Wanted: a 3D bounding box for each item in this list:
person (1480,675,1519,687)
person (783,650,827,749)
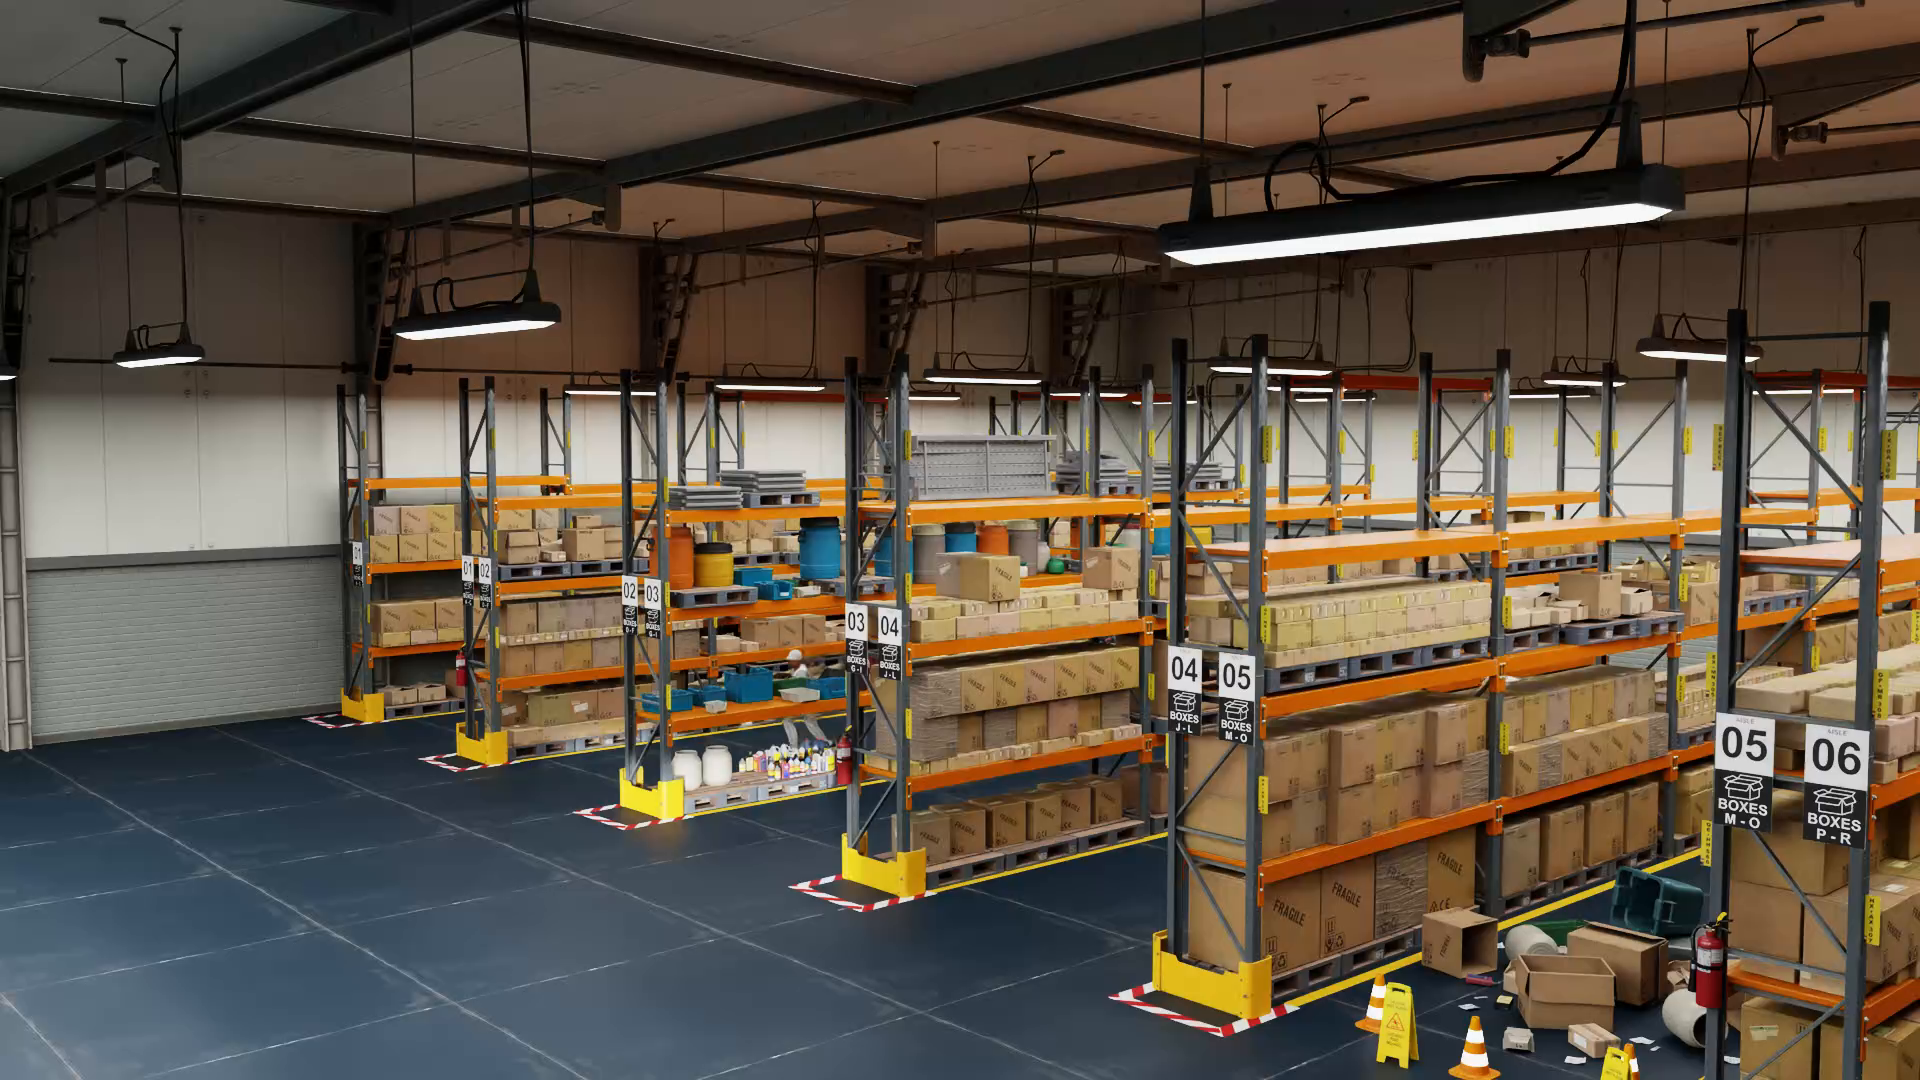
[{"bbox_3d":[8.052,2.659,24.808,0.823,1.811,0.686,-3,5,-39],"label":"person"},{"bbox_3d":[-2.445,2.577,26.193,0.812,1.733,0.671,-2,4,-22],"label":"person"}]
